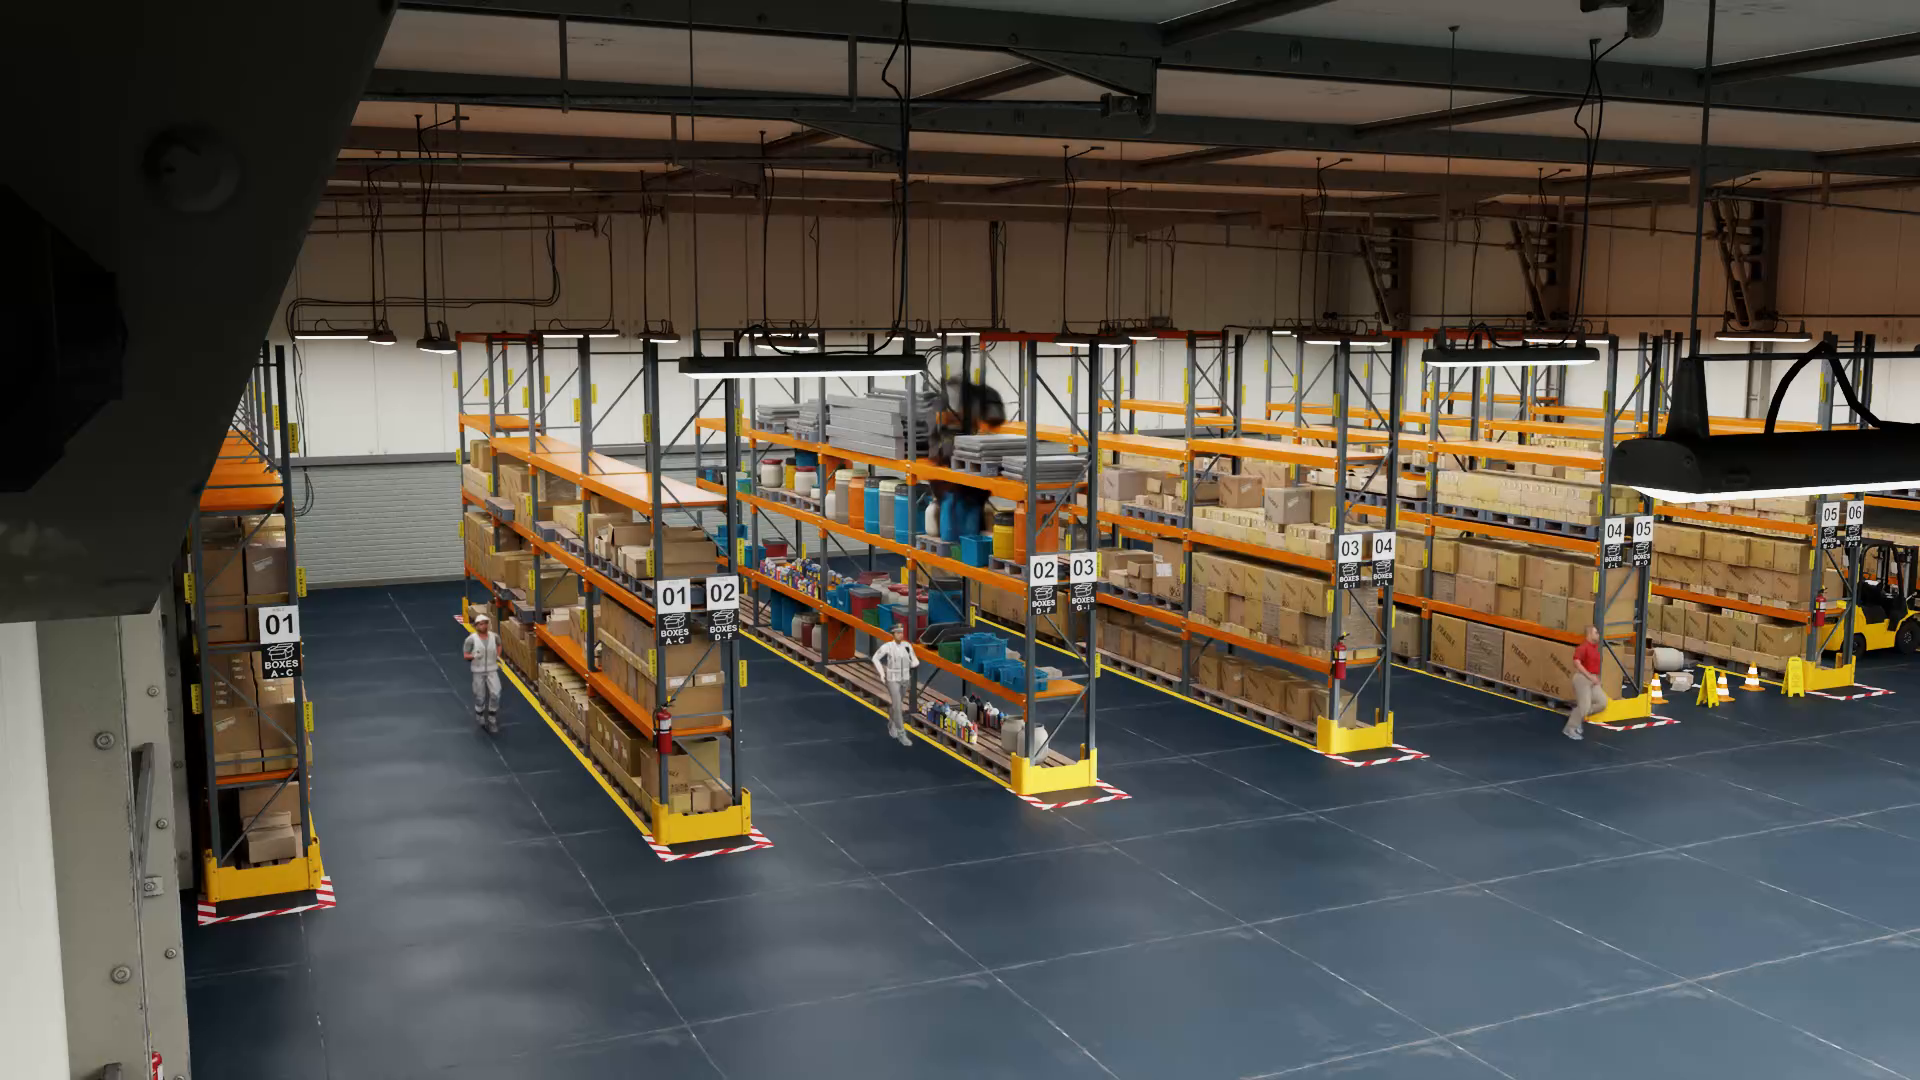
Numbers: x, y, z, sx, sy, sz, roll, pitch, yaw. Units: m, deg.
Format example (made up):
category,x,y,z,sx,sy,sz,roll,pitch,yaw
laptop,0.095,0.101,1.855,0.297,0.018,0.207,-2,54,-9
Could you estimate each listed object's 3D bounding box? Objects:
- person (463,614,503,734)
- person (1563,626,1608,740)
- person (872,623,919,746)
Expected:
category,x,y,z,sx,sy,sz,roll,pitch,yaw
person,-7.225,2.045,25.313,0.630,1.832,0.708,-4,9,-26
person,9.497,2.143,25.091,0.549,1.676,0.719,7,11,43
person,-0.871,2.024,23.584,0.611,1.731,0.876,-4,9,-30
